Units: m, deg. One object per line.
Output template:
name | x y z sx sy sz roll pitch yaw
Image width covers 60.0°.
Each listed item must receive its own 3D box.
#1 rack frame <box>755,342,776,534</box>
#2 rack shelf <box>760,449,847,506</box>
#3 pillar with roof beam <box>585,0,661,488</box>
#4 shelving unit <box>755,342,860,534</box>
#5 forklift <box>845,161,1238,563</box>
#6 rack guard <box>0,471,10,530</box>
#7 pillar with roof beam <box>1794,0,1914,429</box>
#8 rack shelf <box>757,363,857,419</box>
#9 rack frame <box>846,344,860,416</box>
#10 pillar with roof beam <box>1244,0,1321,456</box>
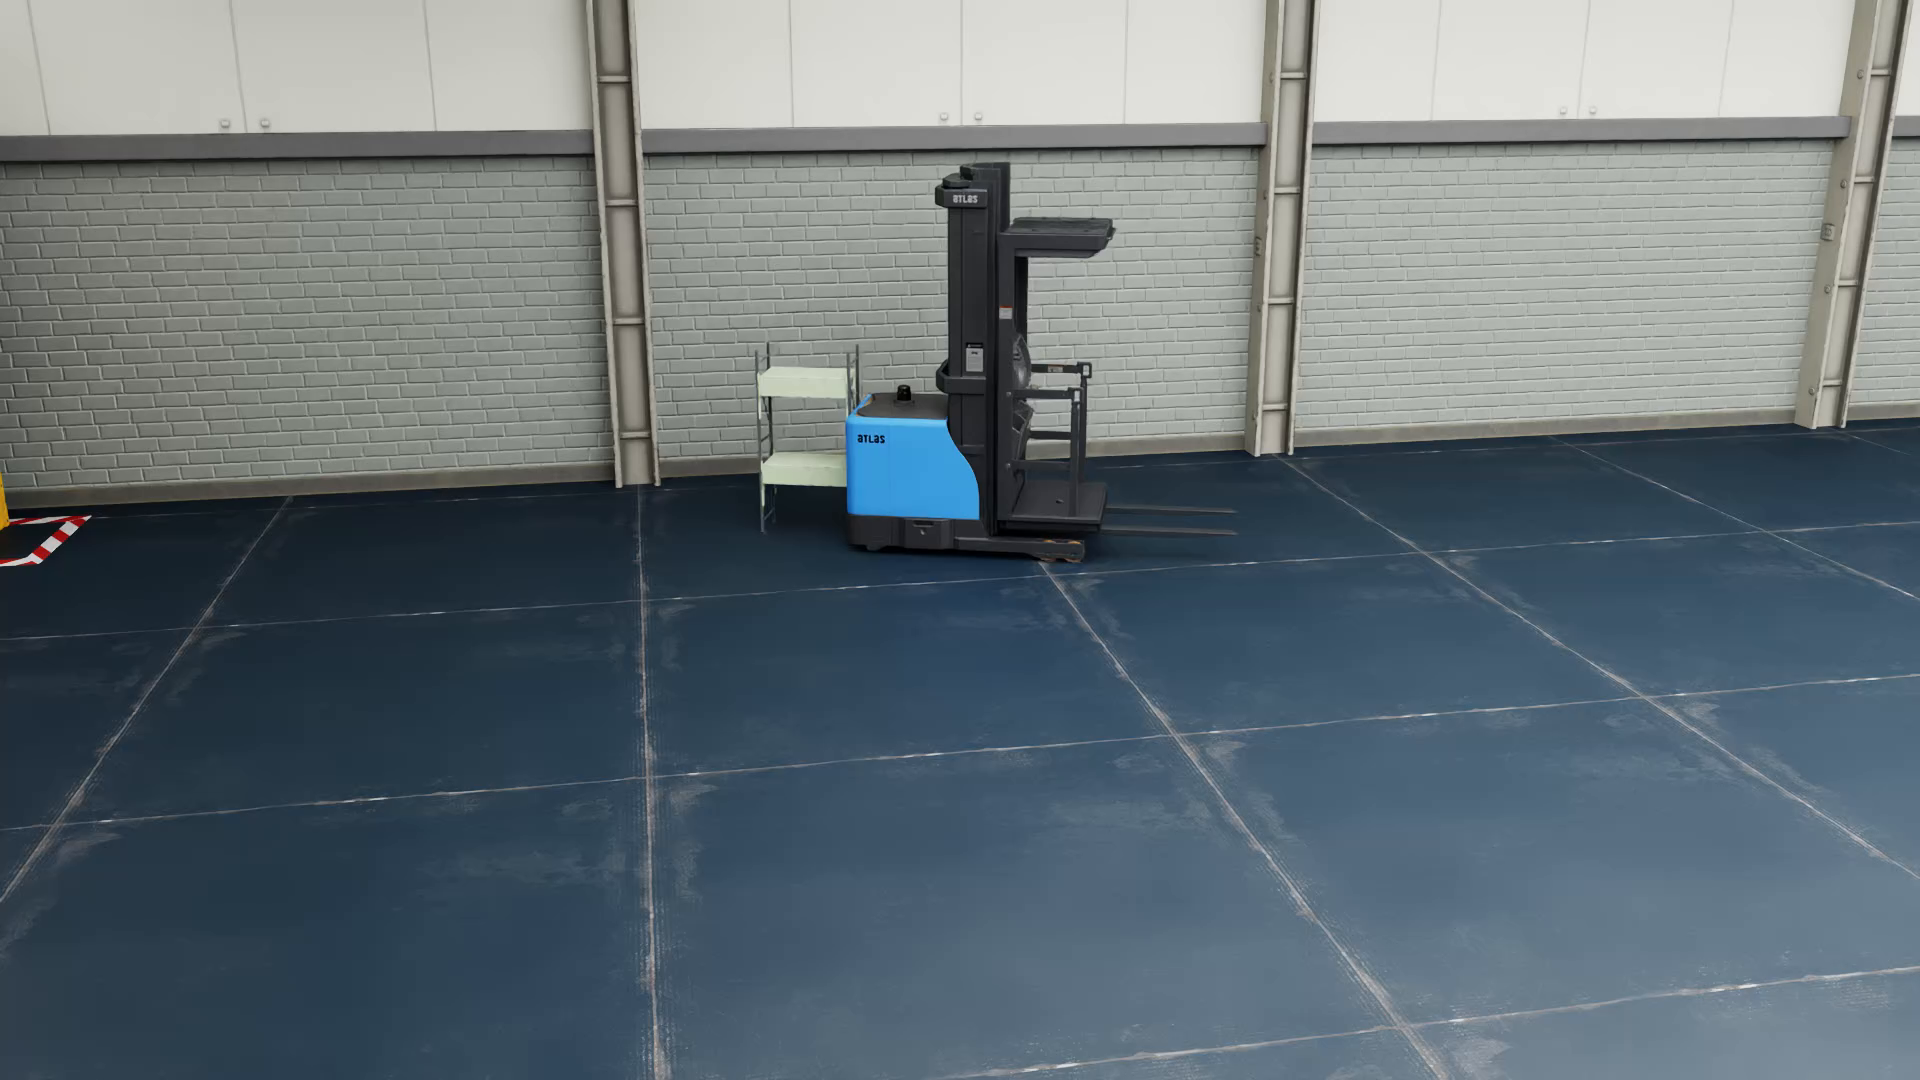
rack frame | -1.571 -0.822 13.433 0.023 1.500 0.400 2 17 8
rack shelf | -1.209 -0.495 13.480 0.720 0.370 0.431 2 17 8
pillar with roof beam | -2.090 -3.583 9.651 0.400 9.000 9.100 -3 17 -10
shelving unit | -1.209 -0.807 13.385 0.755 1.500 0.431 2 17 8
forklift | 0.665 -1.391 12.850 3.031 2.935 1.130 2 17 8
rack guard | -7.919 -0.208 13.136 0.348 0.500 1.175 -3 17 -10
pillar with roof beam | 9.693 -4.252 11.828 0.400 9.000 9.100 -3 17 -10
rack shelf | -1.209 -1.180 13.270 0.720 0.370 0.431 2 17 8
rack frame | -0.846 -0.792 13.336 0.023 1.500 0.400 2 17 8
pillar with roof beam | 3.802 -3.917 10.740 0.400 9.000 9.100 -3 17 -10
